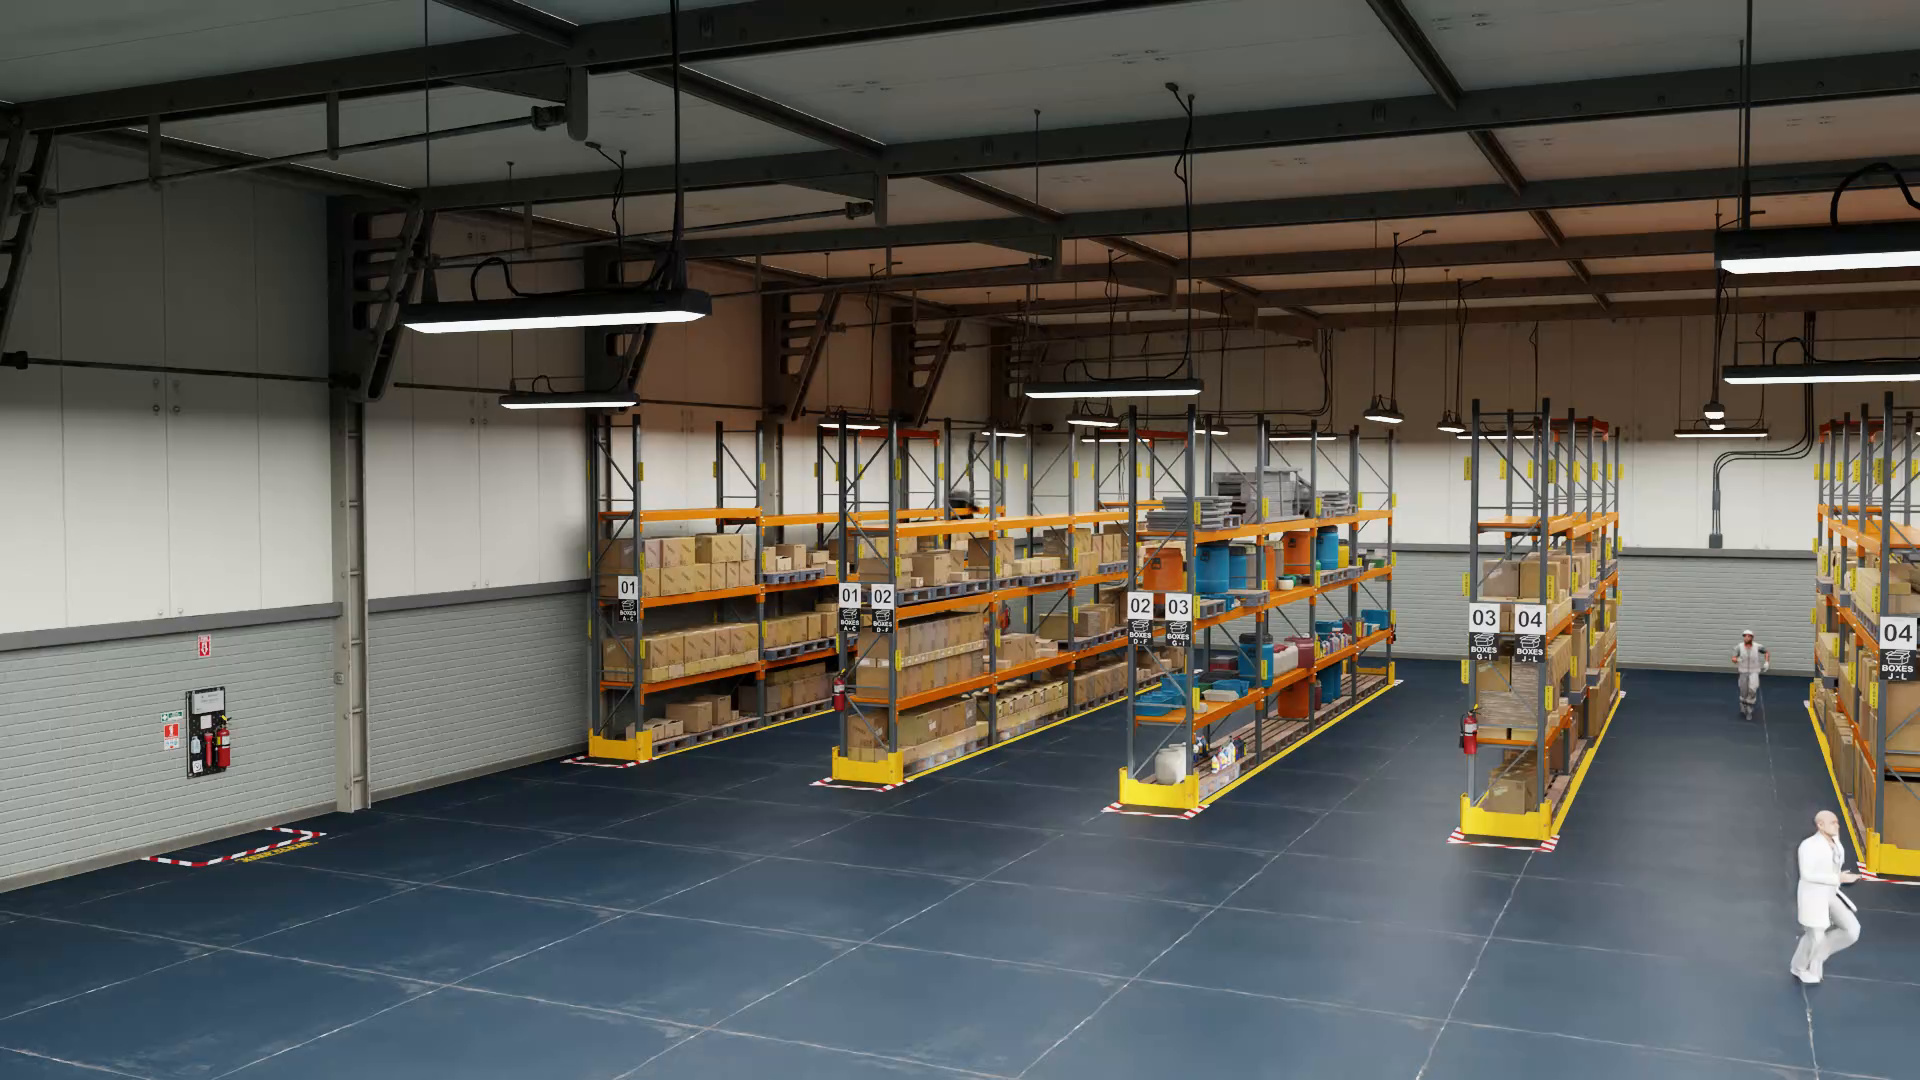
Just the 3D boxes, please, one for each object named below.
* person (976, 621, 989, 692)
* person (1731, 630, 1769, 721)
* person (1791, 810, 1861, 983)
[{"bbox_3d":[0.548,2.649,35.847,0.694,1.814,0.807,1,3,28],"label":"person"},{"bbox_3d":[15.985,2.725,33.656,0.673,1.829,0.918,1,3,32],"label":"person"},{"bbox_3d":[8.362,3.460,16.060,0.759,1.726,0.794,-1,3,-27],"label":"person"}]
